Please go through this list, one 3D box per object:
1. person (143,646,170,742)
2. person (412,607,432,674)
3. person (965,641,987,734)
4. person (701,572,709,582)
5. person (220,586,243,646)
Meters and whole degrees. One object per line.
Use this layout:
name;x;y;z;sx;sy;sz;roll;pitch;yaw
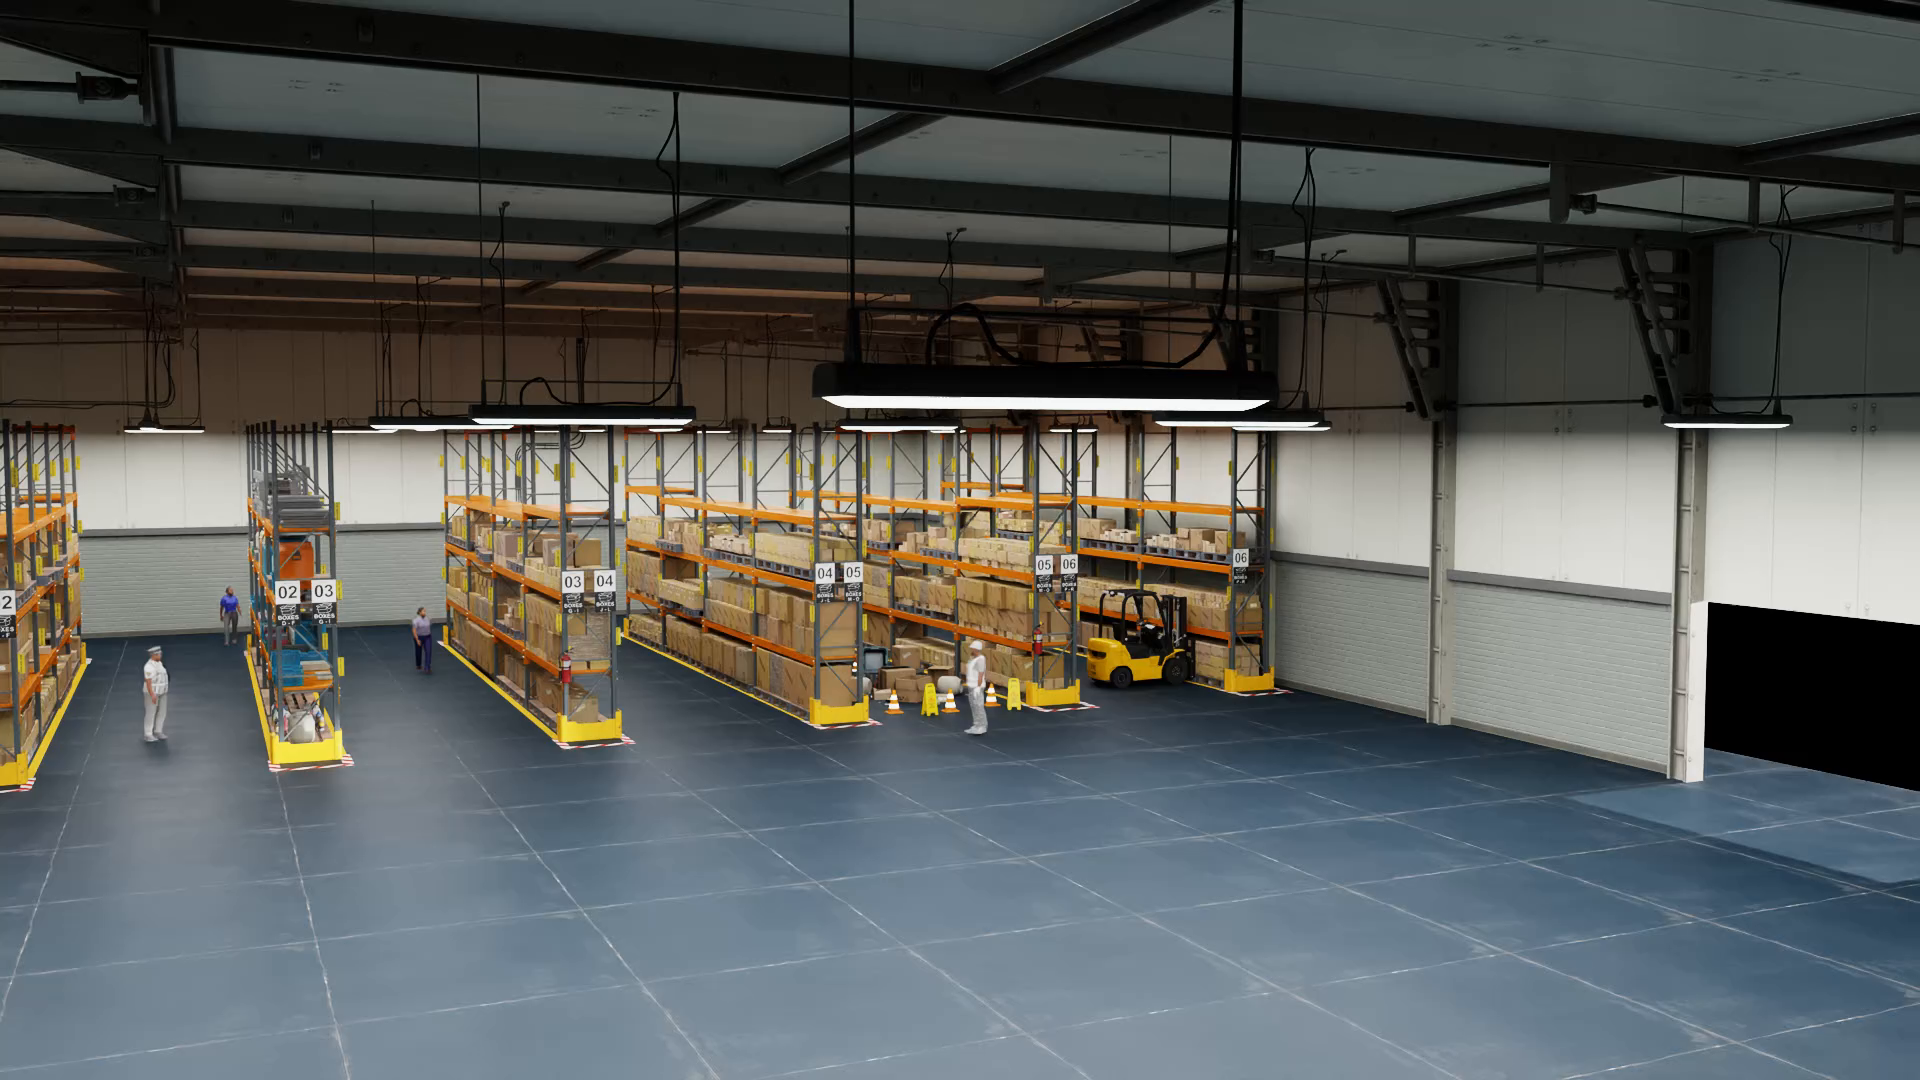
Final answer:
person;-15.161;2.884;31.327;0.408;1.781;0.567;1;4;11
person;-12.974;2.414;40.126;0.457;1.605;0.929;-1;4;-20
person;0.312;2.833;31.969;0.387;1.801;0.653;-1;4;-20
person;-7.438;1.810;48.193;0.434;1.798;0.566;-2;4;-31
person;-19.883;2.064;45.377;0.563;1.593;1.016;-2;4;-25
